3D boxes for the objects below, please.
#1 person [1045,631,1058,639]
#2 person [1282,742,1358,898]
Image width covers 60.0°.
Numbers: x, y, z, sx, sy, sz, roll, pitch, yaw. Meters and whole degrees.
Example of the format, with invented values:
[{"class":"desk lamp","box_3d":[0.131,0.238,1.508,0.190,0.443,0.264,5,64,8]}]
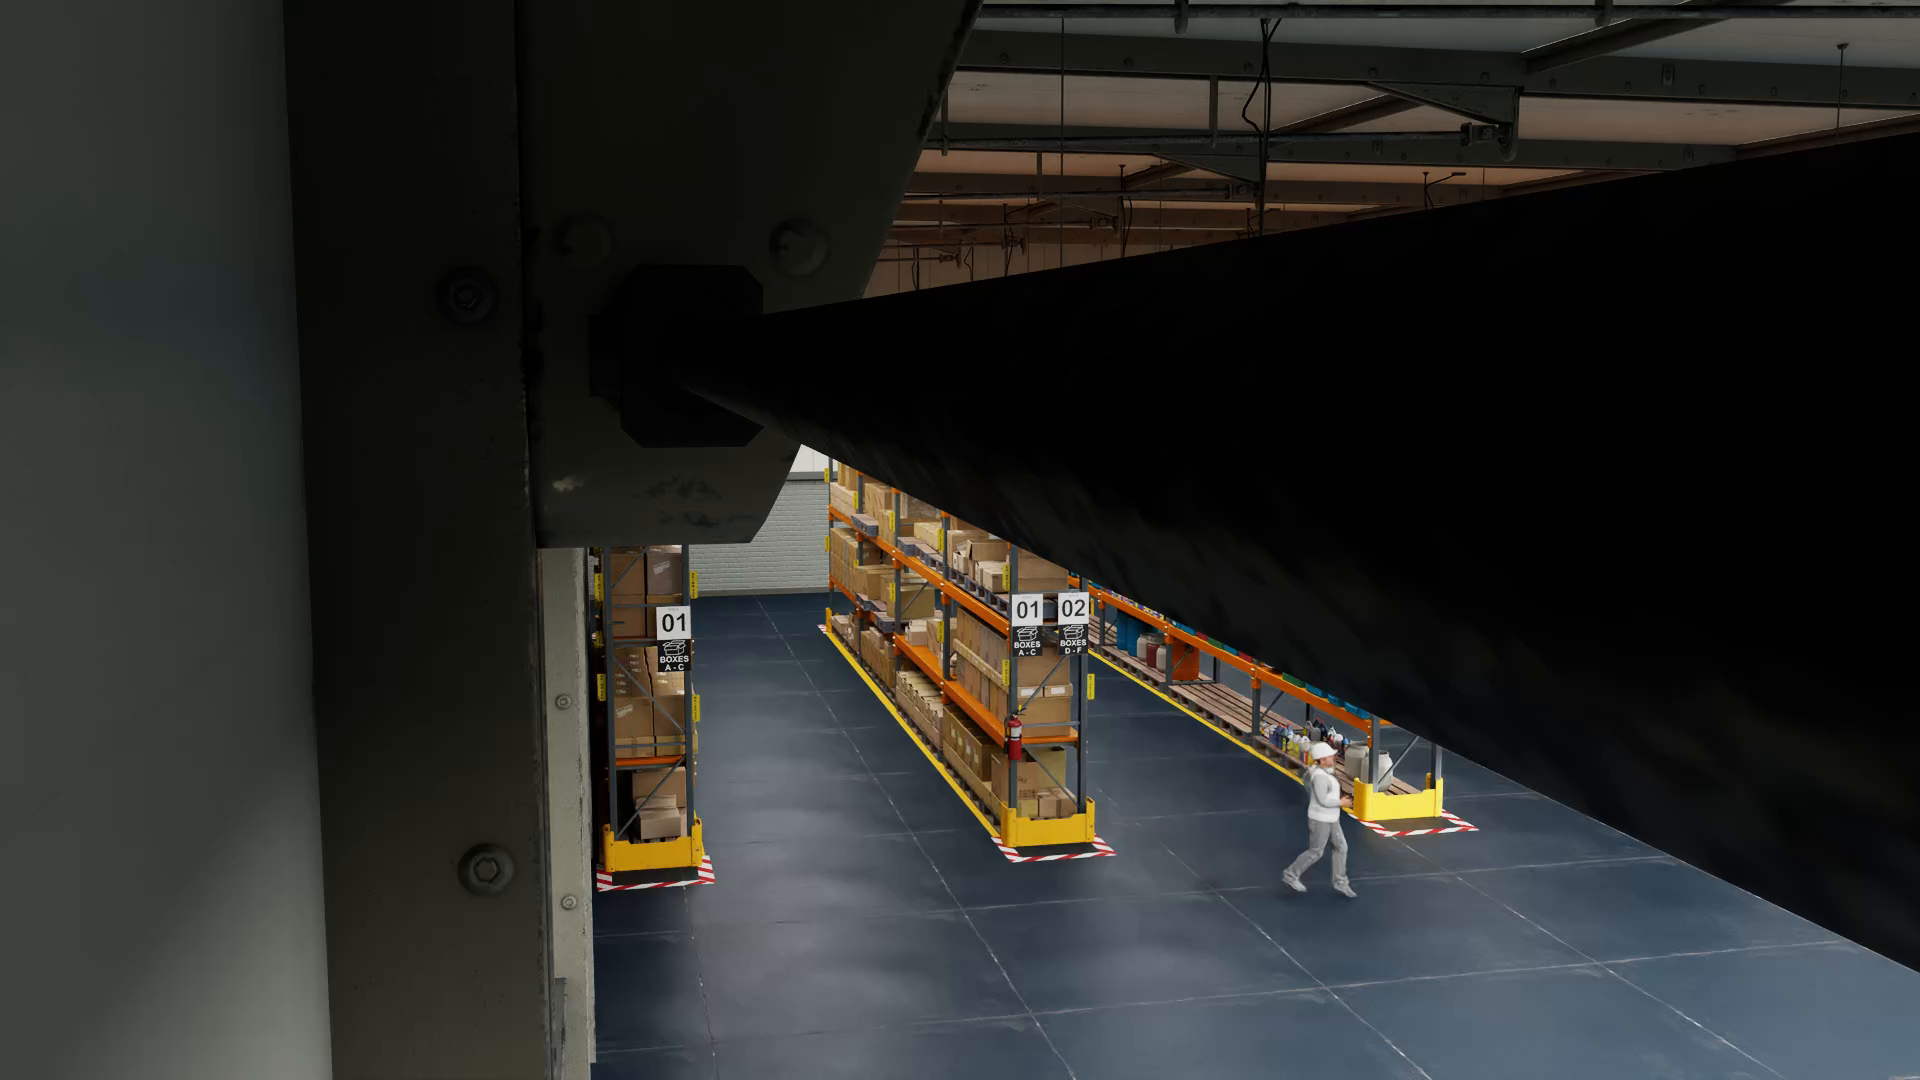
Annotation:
[{"class":"person","box_3d":[1.498,1.850,30.465,0.714,1.748,0.843,-3,7,-23]},{"class":"person","box_3d":[4.131,3.205,19.003,0.849,1.823,0.663,2,7,17]}]
